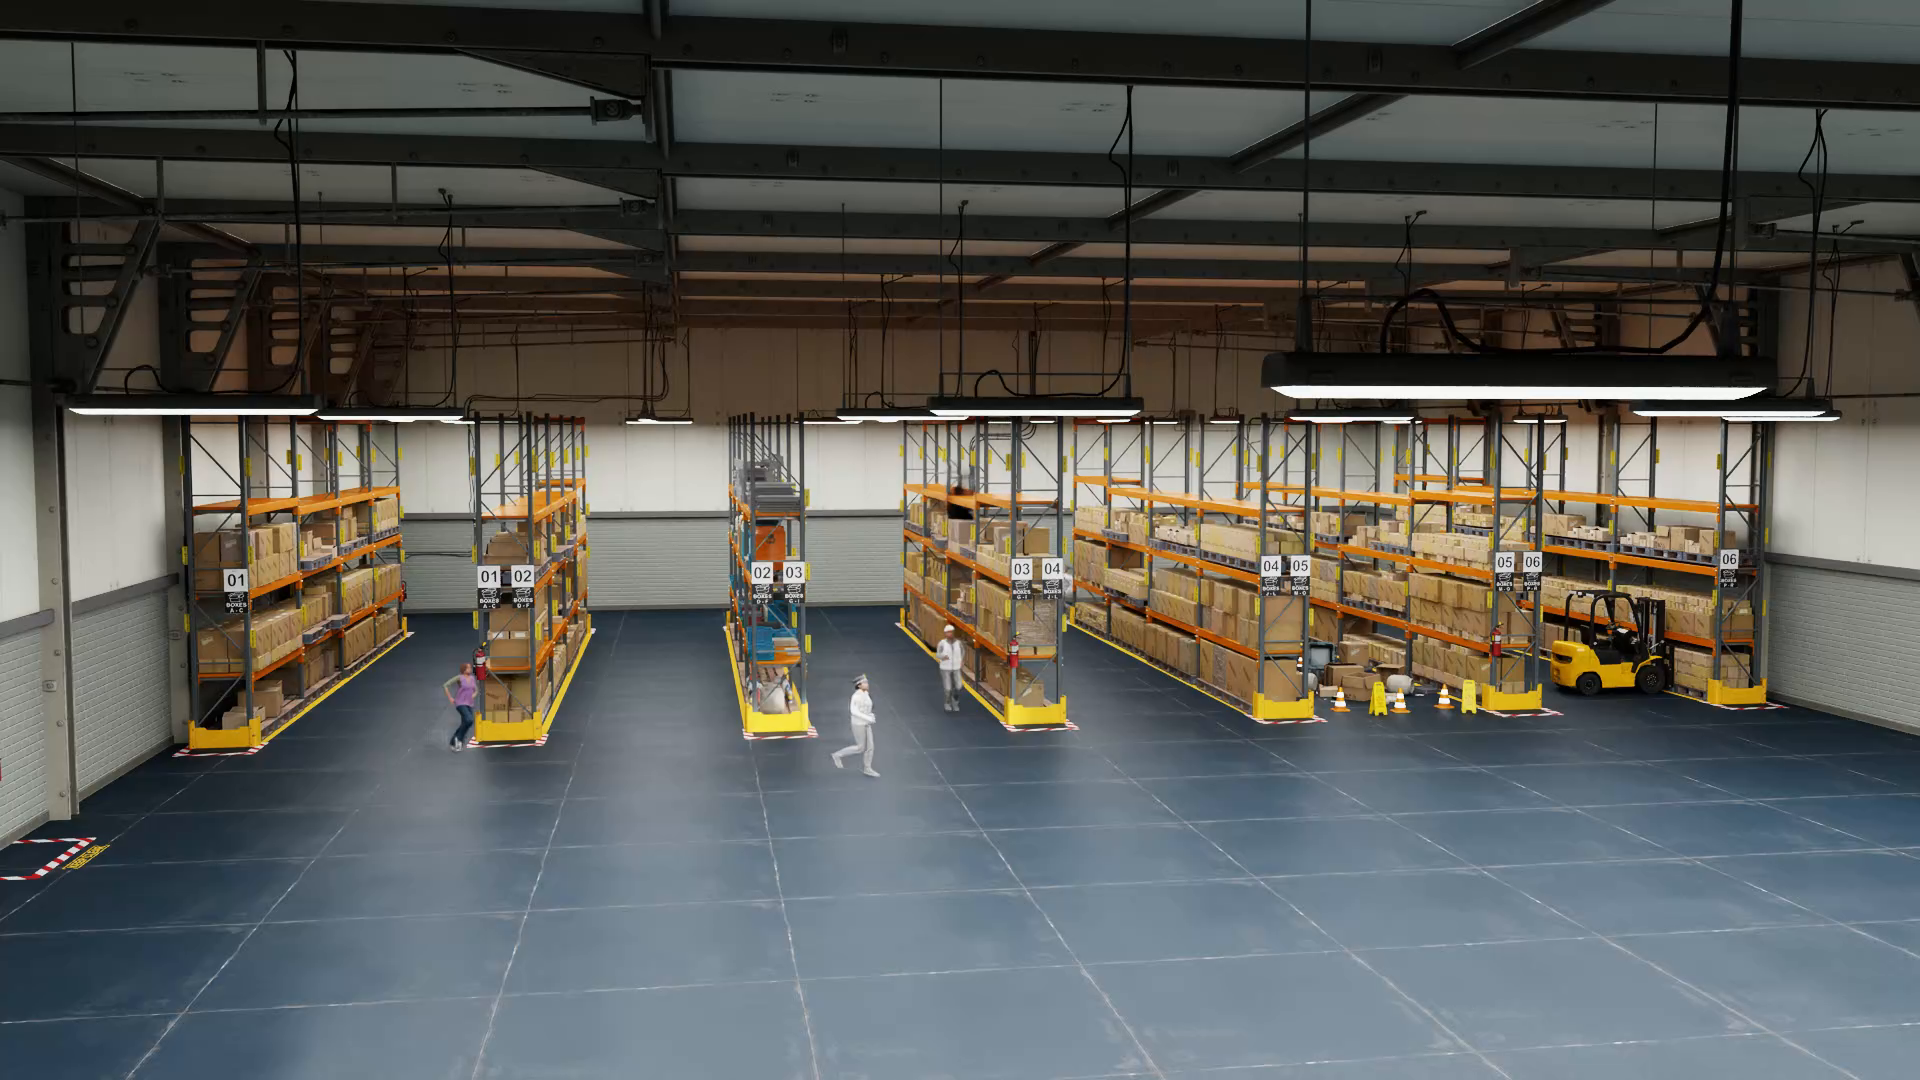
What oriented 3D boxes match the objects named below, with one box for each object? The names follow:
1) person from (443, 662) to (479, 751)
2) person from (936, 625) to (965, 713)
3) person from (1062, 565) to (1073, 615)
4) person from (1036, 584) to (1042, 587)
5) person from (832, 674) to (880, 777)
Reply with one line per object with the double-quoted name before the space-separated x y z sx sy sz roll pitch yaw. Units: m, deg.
"person" -8.749 2.939 29.396 0.584 1.551 0.545 2 4 29
"person" -0.162 2.587 33.250 0.642 1.767 0.647 -1 4 -13
"person" 2.994 1.539 49.777 0.768 1.643 0.732 0 4 -4
"person" 1.840 1.743 41.765 0.688 1.872 0.745 -1 4 -13
"person" -1.683 3.039 27.357 0.781 1.695 0.624 1 4 15
